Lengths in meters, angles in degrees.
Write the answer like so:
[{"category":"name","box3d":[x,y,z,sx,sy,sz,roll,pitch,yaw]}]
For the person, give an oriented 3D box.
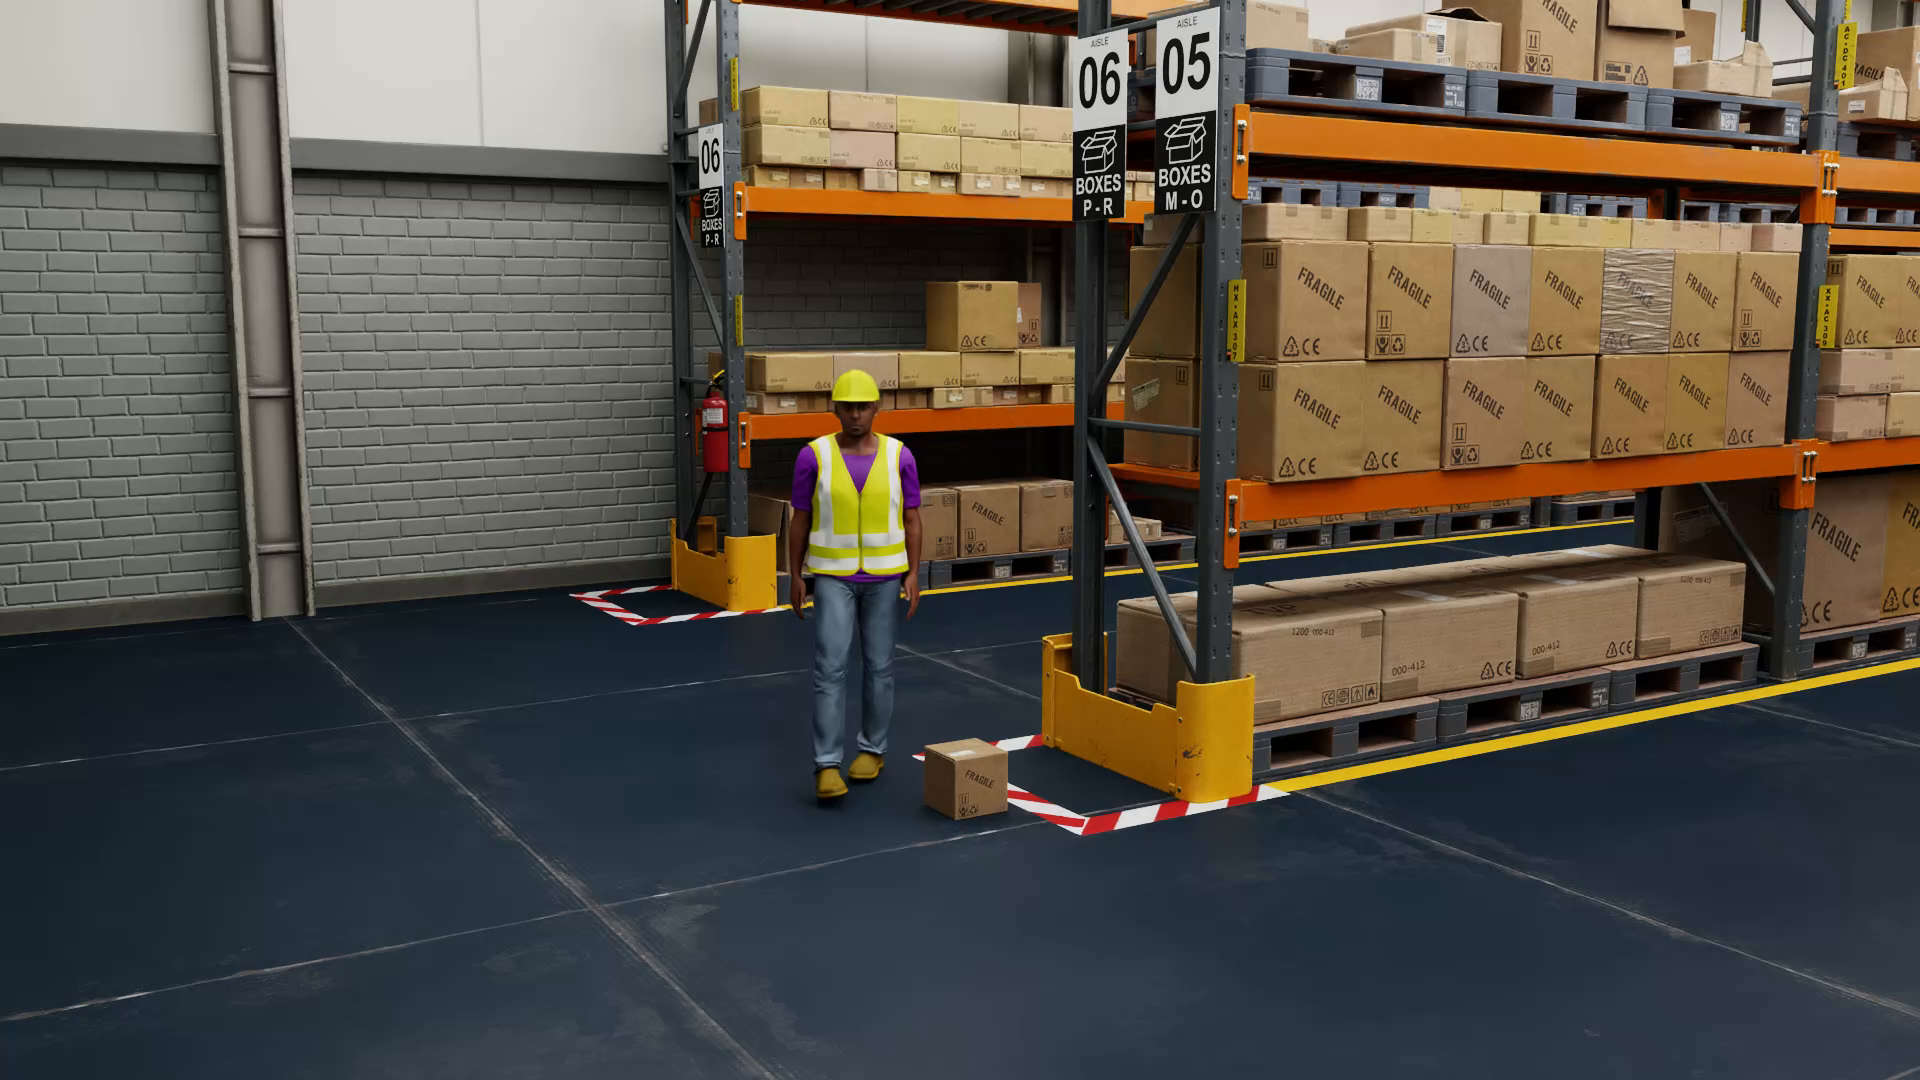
[{"category":"person","box3d":[-0.403,0.177,6.975,0.573,1.762,0.618,-2,8,-13]}]
